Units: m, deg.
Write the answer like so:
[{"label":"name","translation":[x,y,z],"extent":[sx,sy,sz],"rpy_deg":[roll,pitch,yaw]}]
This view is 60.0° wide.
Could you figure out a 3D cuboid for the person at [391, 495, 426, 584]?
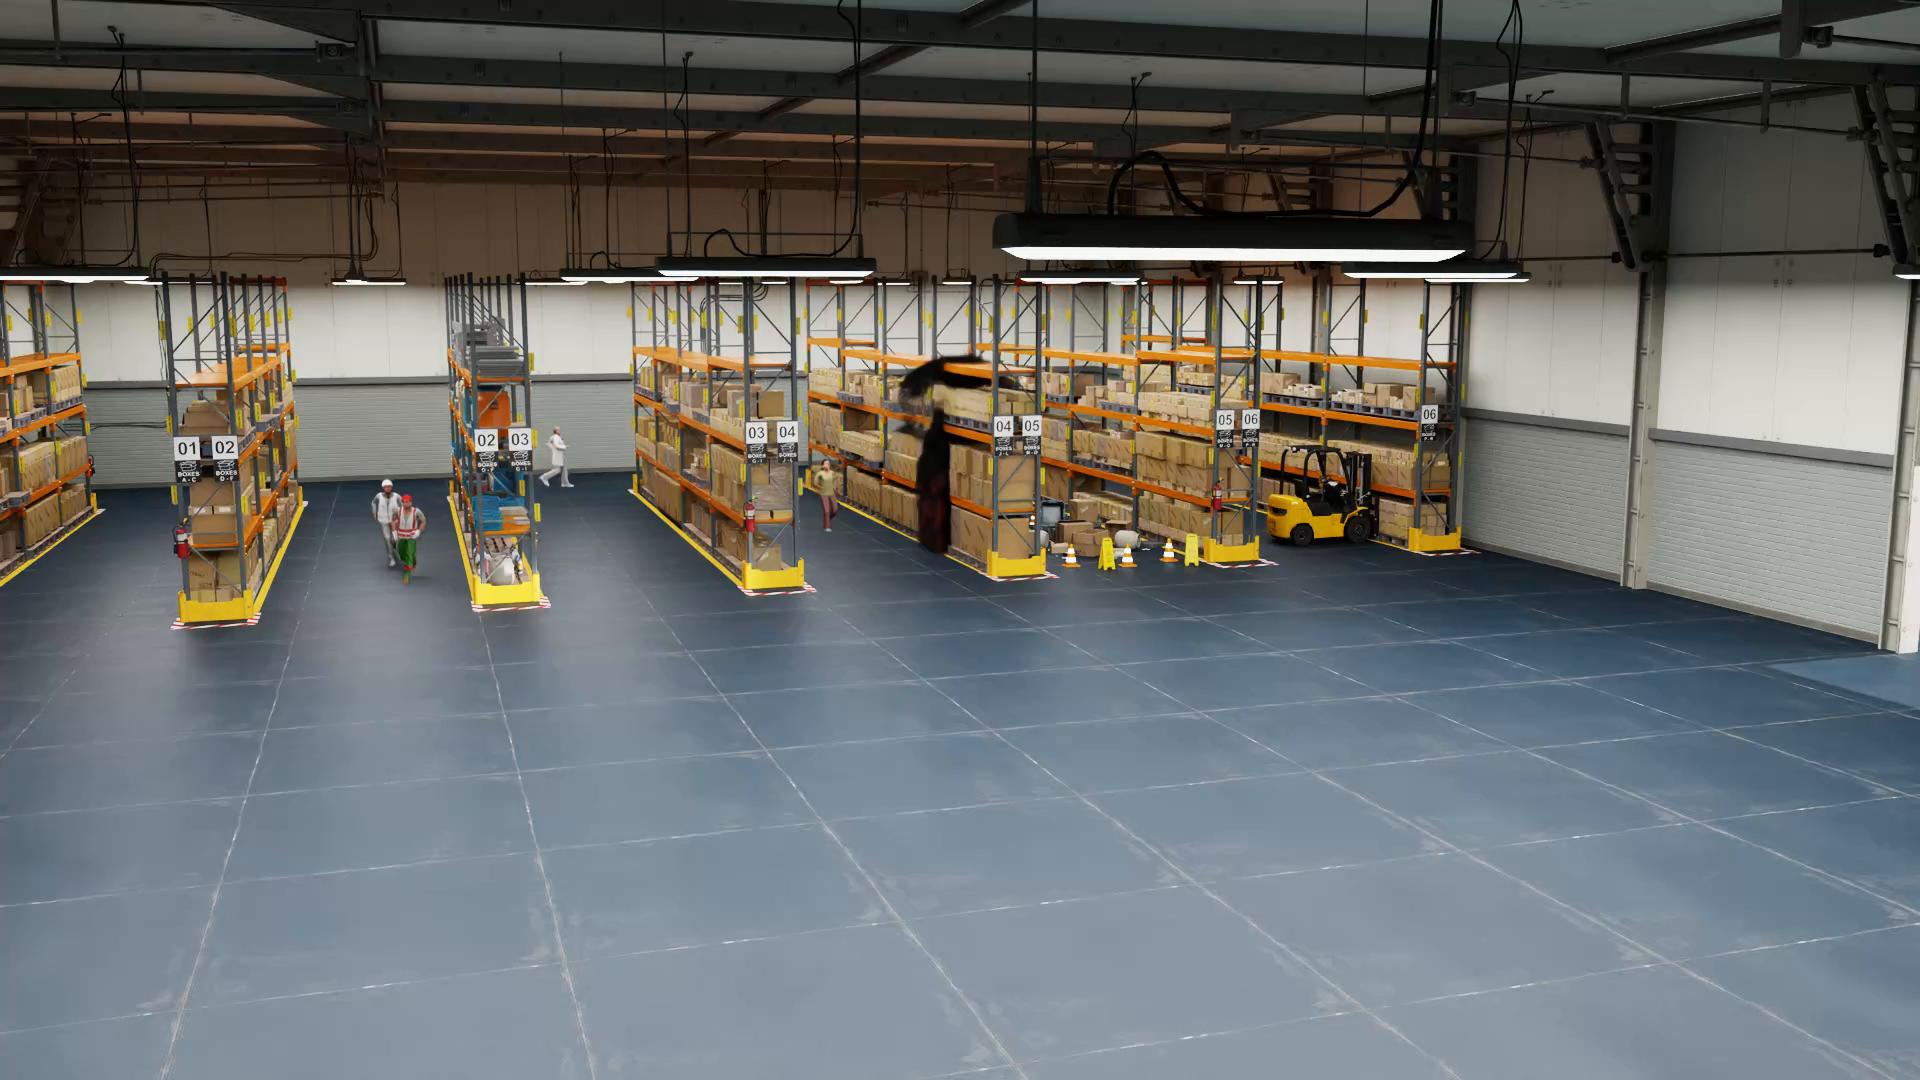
[{"label":"person","translation":[-10.842,-0.044,32.758],"extent":[0.677,1.756,0.820],"rpy_deg":[0,9,-3]}]

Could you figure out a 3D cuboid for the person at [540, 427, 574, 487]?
[{"label":"person","translation":[-11.579,-2.380,47.830],"extent":[0.906,1.761,0.718],"rpy_deg":[-2,9,-13]}]

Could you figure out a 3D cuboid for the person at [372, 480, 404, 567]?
[{"label":"person","translation":[-11.939,-0.390,34.809],"extent":[0.678,1.774,1.010],"rpy_deg":[-3,9,-18]}]

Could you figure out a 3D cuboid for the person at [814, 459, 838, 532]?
[{"label":"person","translation":[-2.976,-1.001,37.329],"extent":[0.576,1.636,0.518],"rpy_deg":[-5,10,-29]}]
